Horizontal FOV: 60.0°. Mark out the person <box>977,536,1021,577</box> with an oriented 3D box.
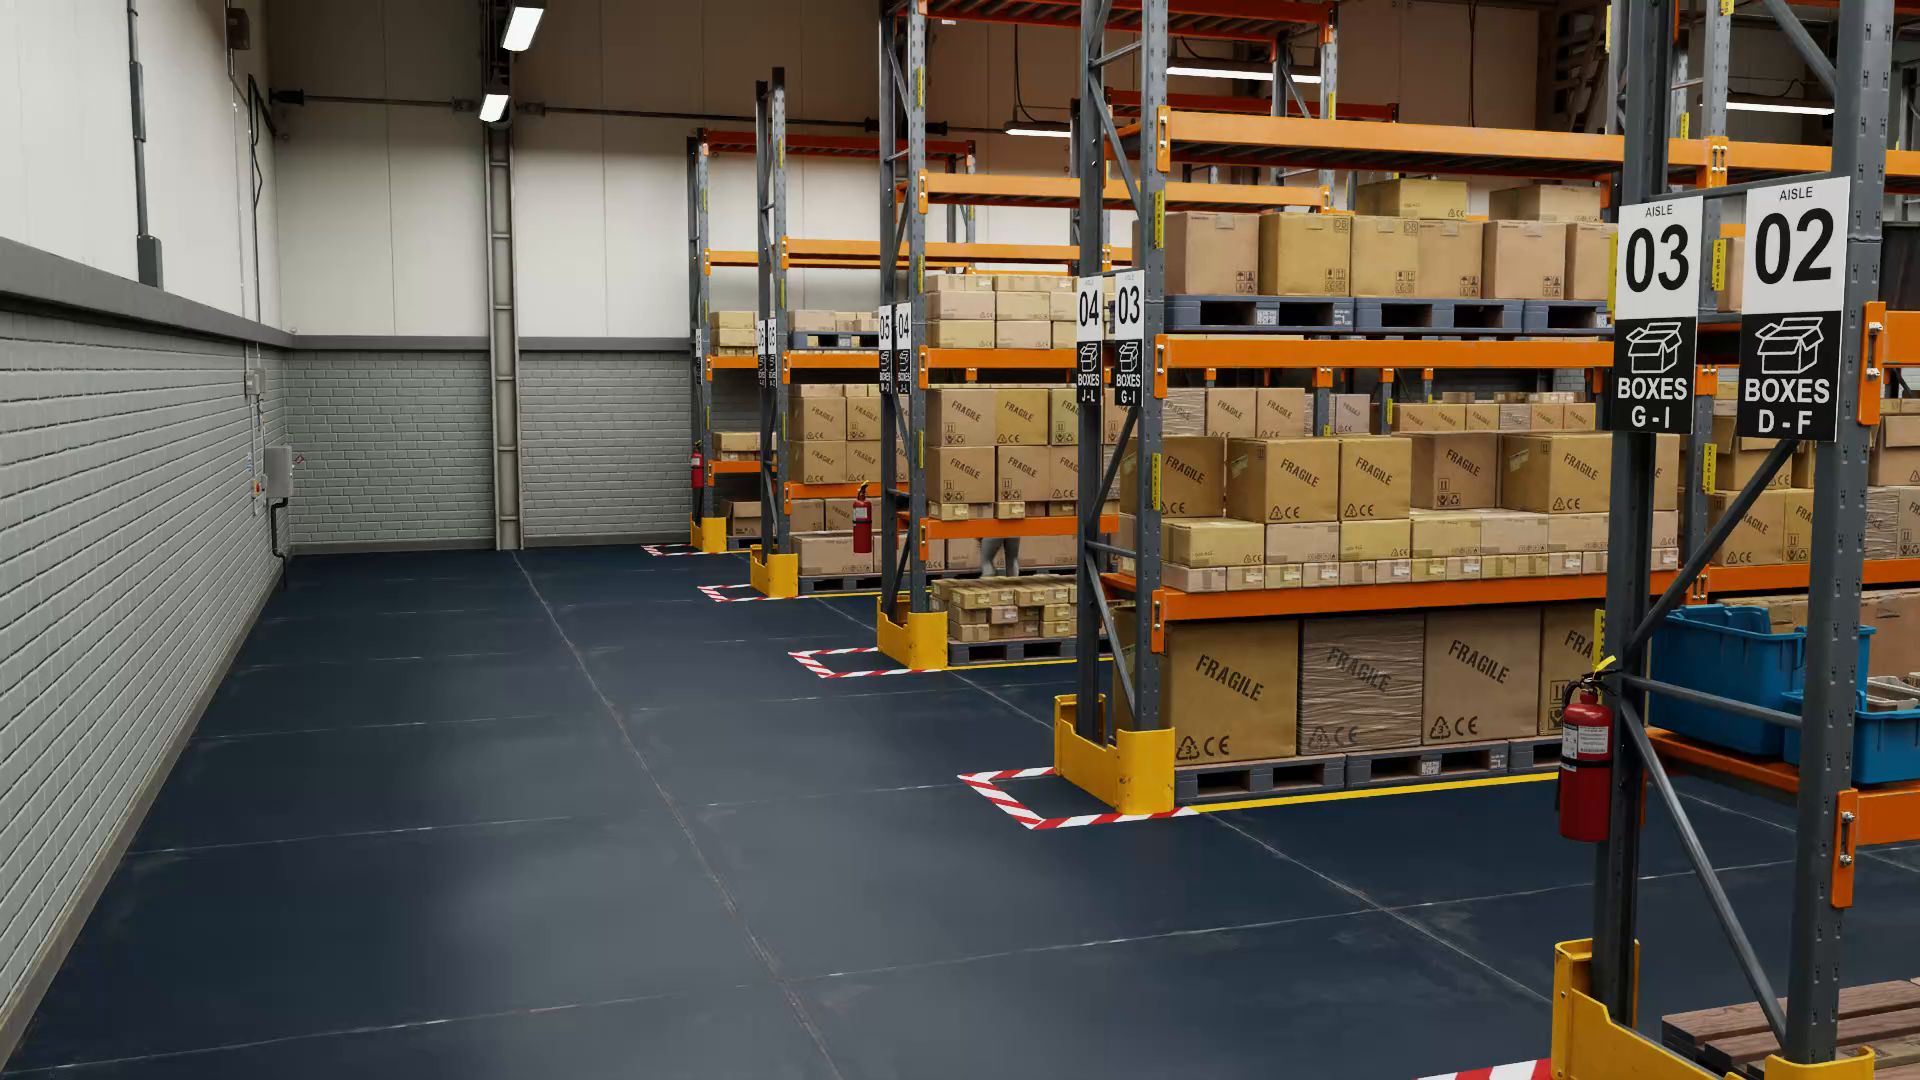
[{"bbox_3d":[0.417,-0.070,18.746,0.456,1.571,0.684,-2,6,-20],"label":"person"}]
